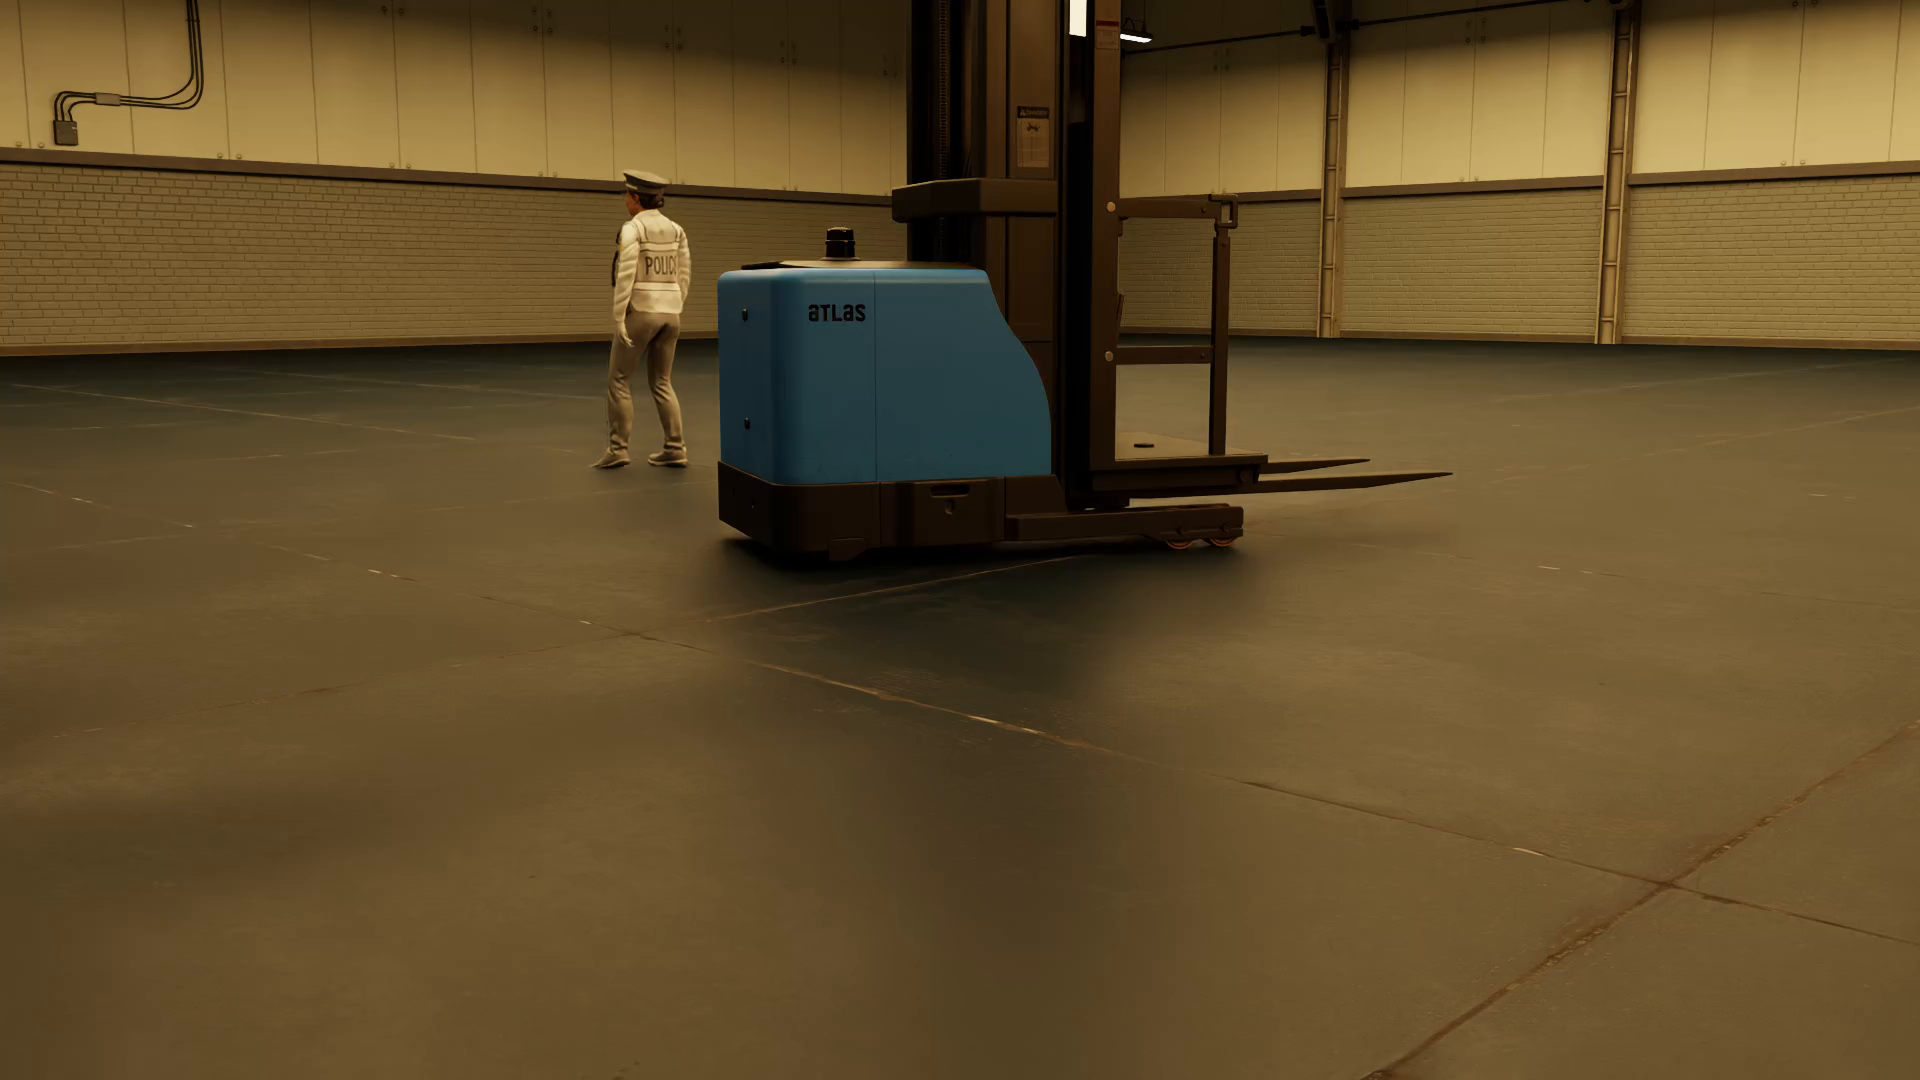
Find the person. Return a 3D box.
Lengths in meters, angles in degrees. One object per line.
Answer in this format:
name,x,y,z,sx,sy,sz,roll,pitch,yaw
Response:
person,-1.818,-1.219,9.455,0.468,1.691,0.539,6,11,37

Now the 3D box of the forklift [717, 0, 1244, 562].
forklift,0.074,-1.422,6.532,1.939,2.867,1.129,-3,9,-21
